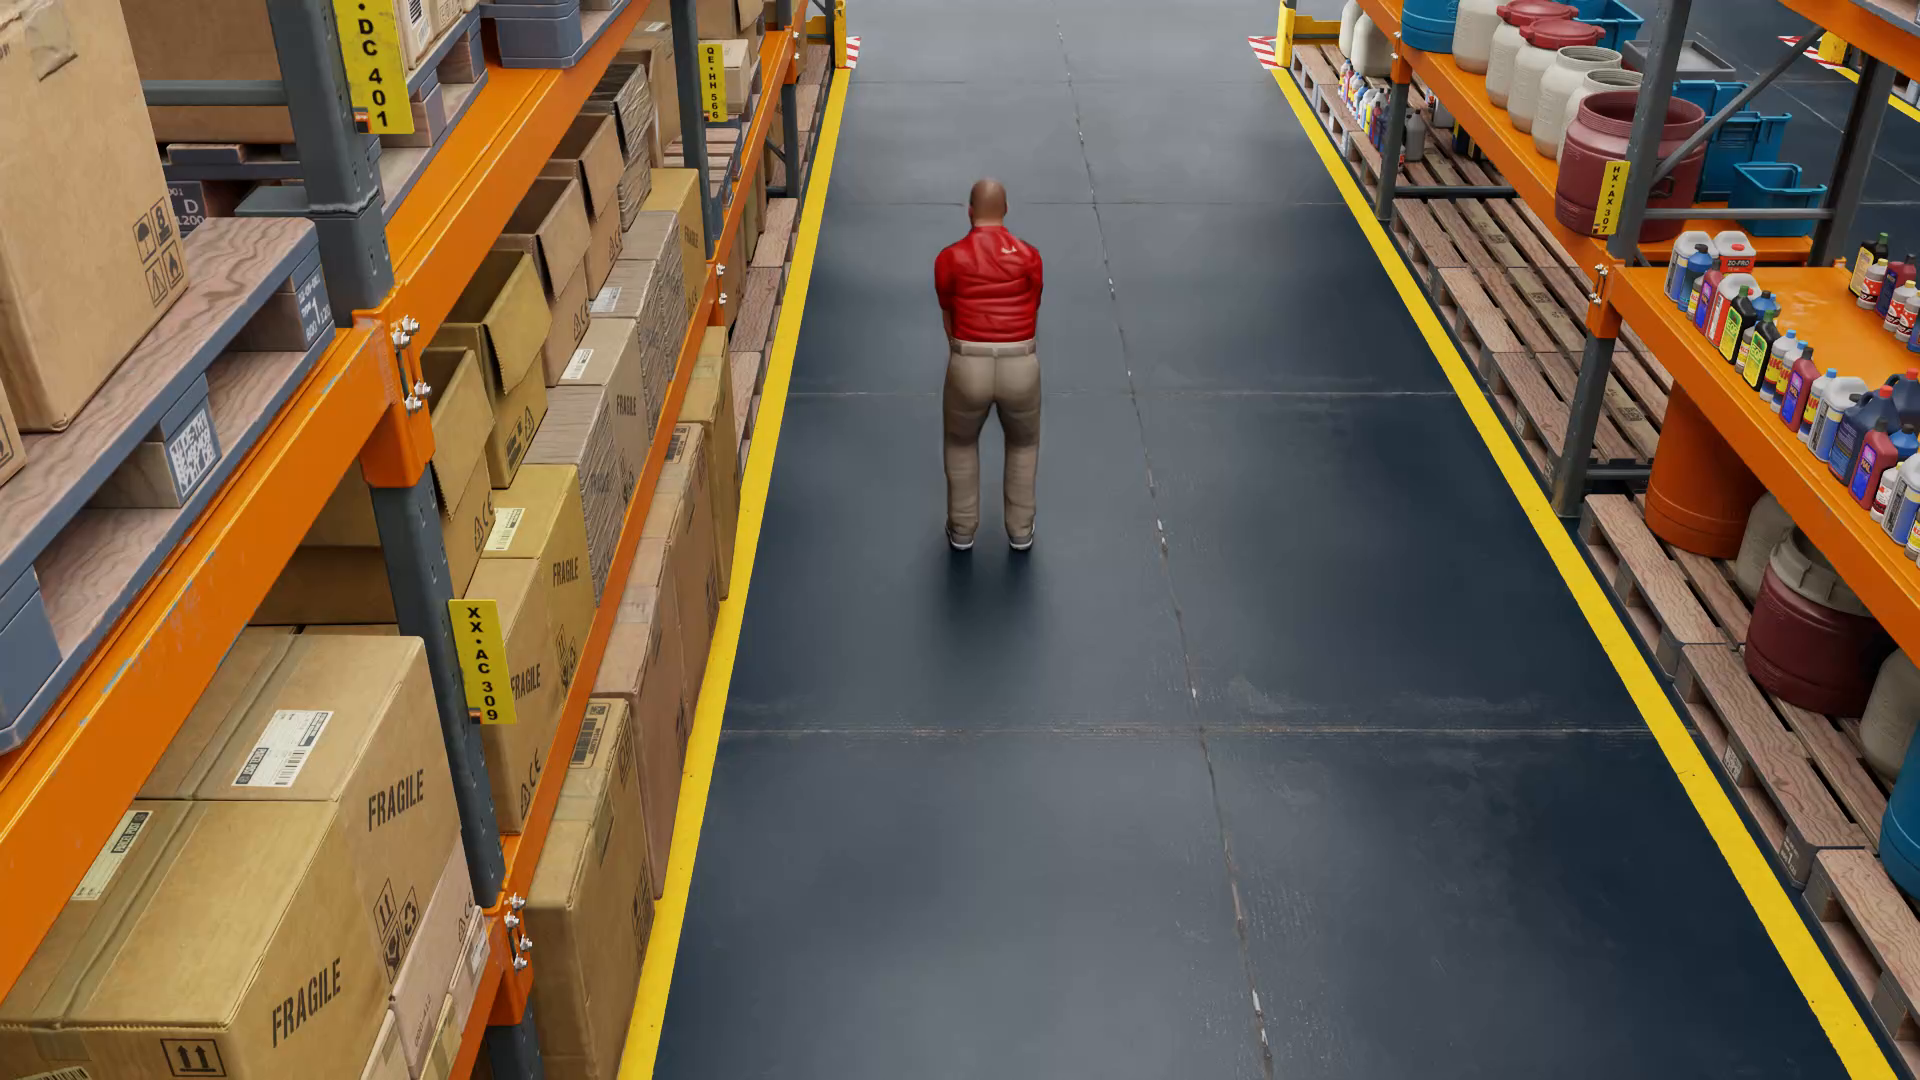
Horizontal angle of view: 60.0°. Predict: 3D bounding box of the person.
[{"bbox_3d":[0.126,-0.779,7.463,0.478,1.702,0.579,-1,31,-1],"label":"person"}]
